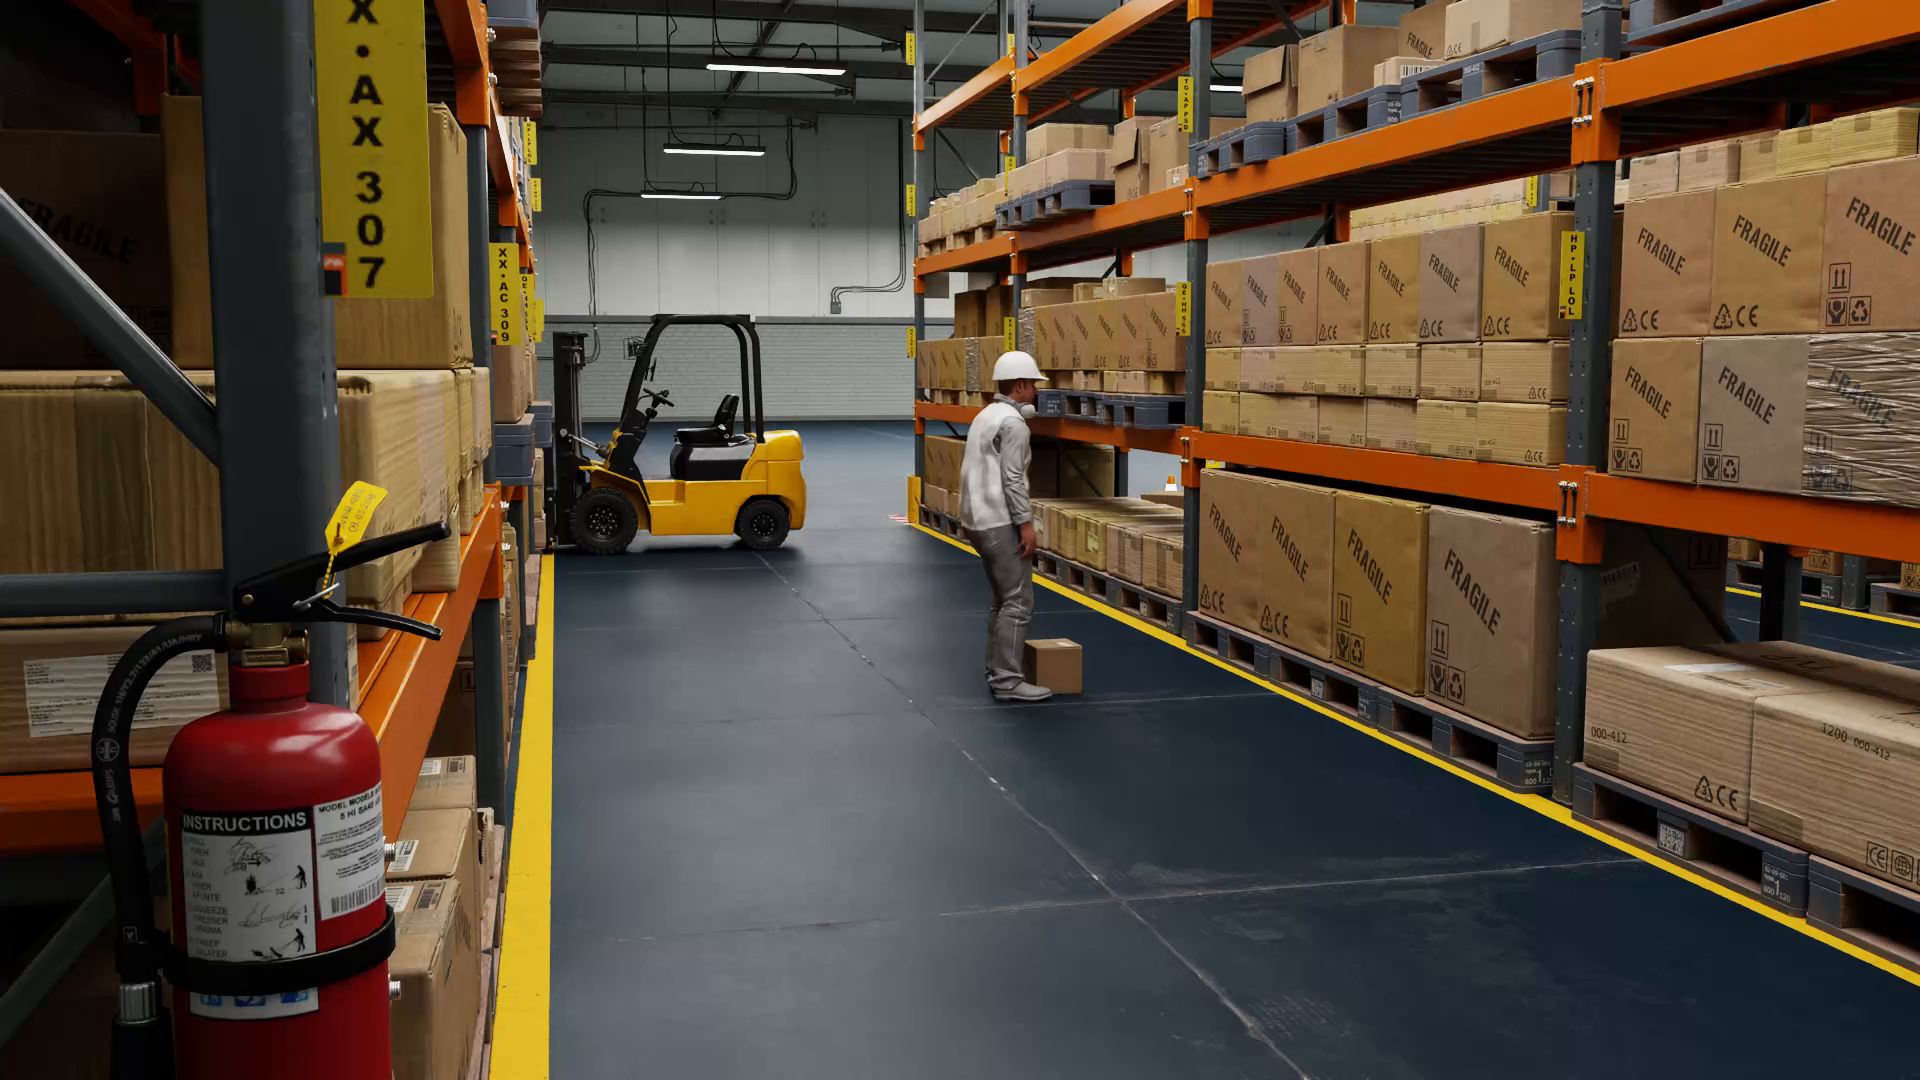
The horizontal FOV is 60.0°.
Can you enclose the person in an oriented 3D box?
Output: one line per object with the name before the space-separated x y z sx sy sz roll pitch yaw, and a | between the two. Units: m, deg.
person | 0.237 -0.083 8.597 0.465 1.771 0.588 -2 6 -15
